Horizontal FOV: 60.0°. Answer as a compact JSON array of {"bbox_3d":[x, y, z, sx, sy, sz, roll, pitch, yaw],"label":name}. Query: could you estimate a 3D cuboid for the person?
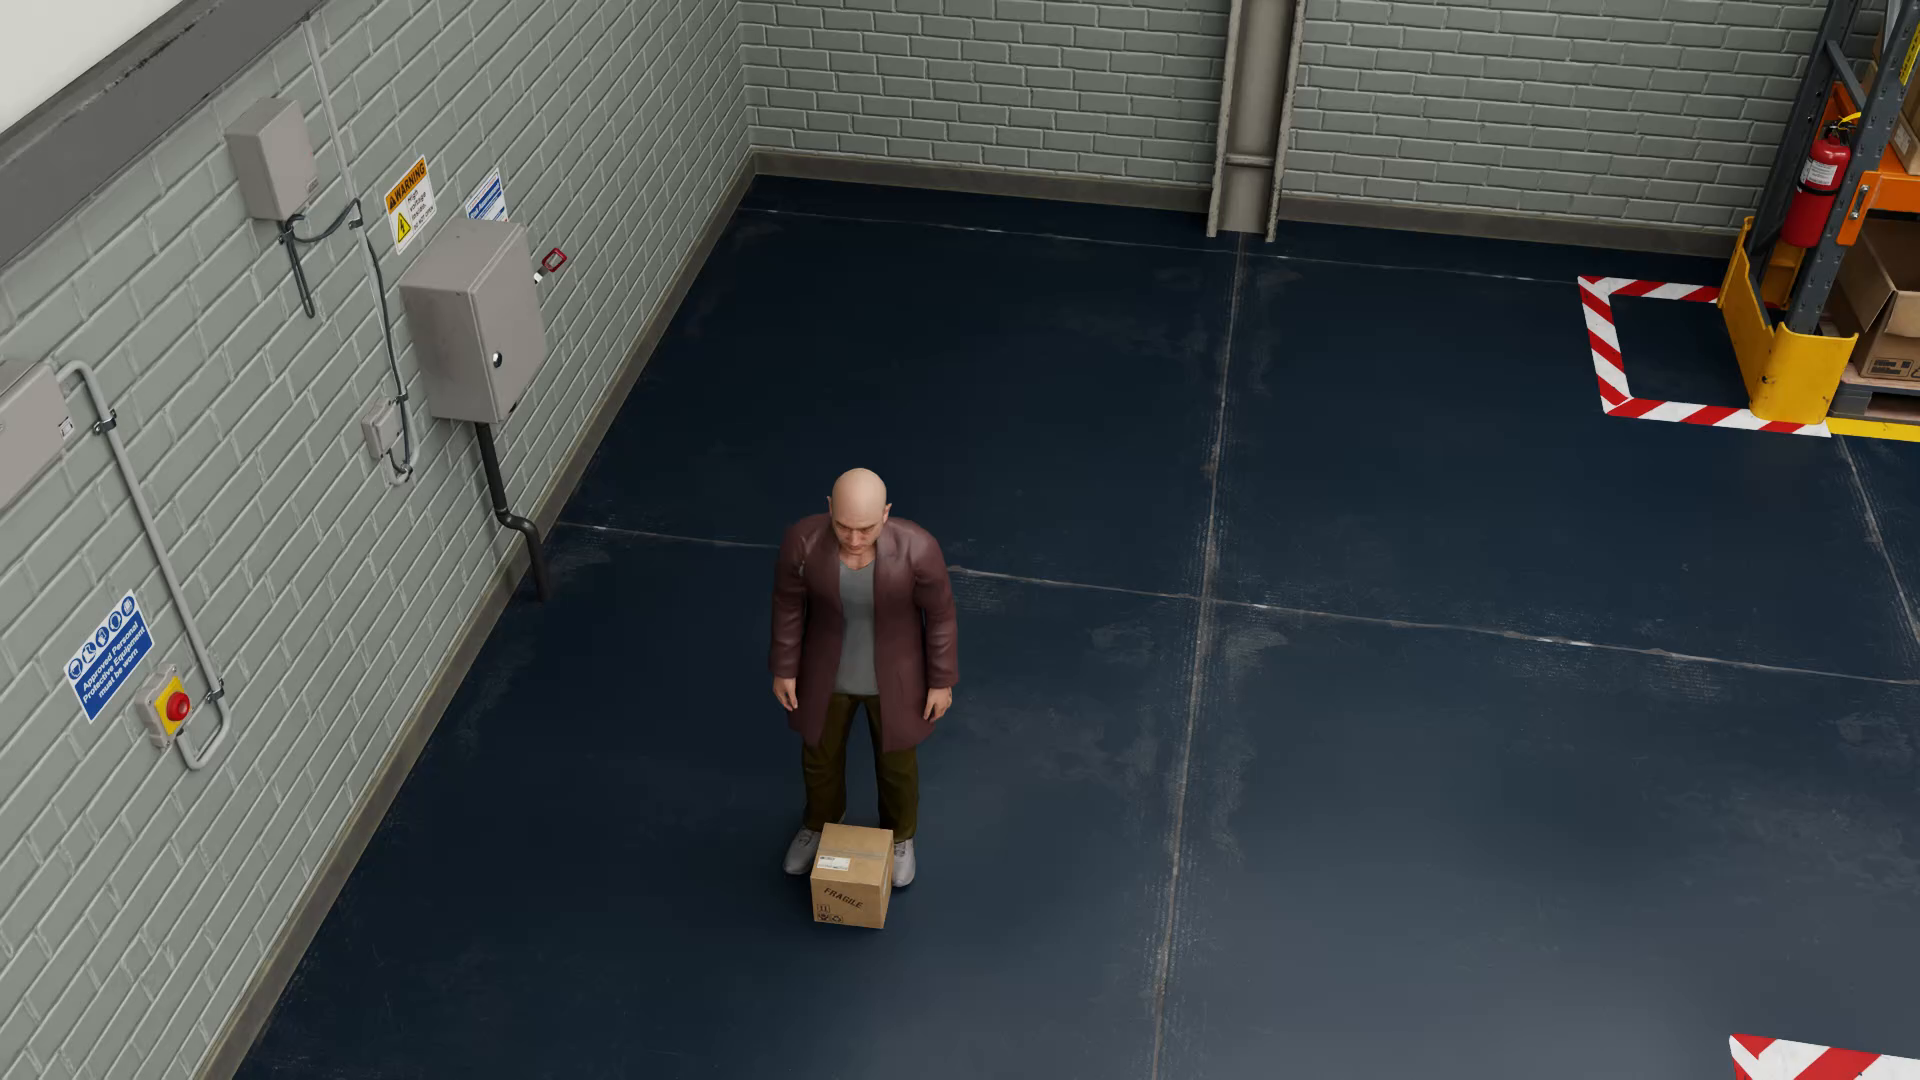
[{"bbox_3d":[-0.325,0.456,5.625,0.653,1.774,0.422,4,40,5],"label":"person"}]
